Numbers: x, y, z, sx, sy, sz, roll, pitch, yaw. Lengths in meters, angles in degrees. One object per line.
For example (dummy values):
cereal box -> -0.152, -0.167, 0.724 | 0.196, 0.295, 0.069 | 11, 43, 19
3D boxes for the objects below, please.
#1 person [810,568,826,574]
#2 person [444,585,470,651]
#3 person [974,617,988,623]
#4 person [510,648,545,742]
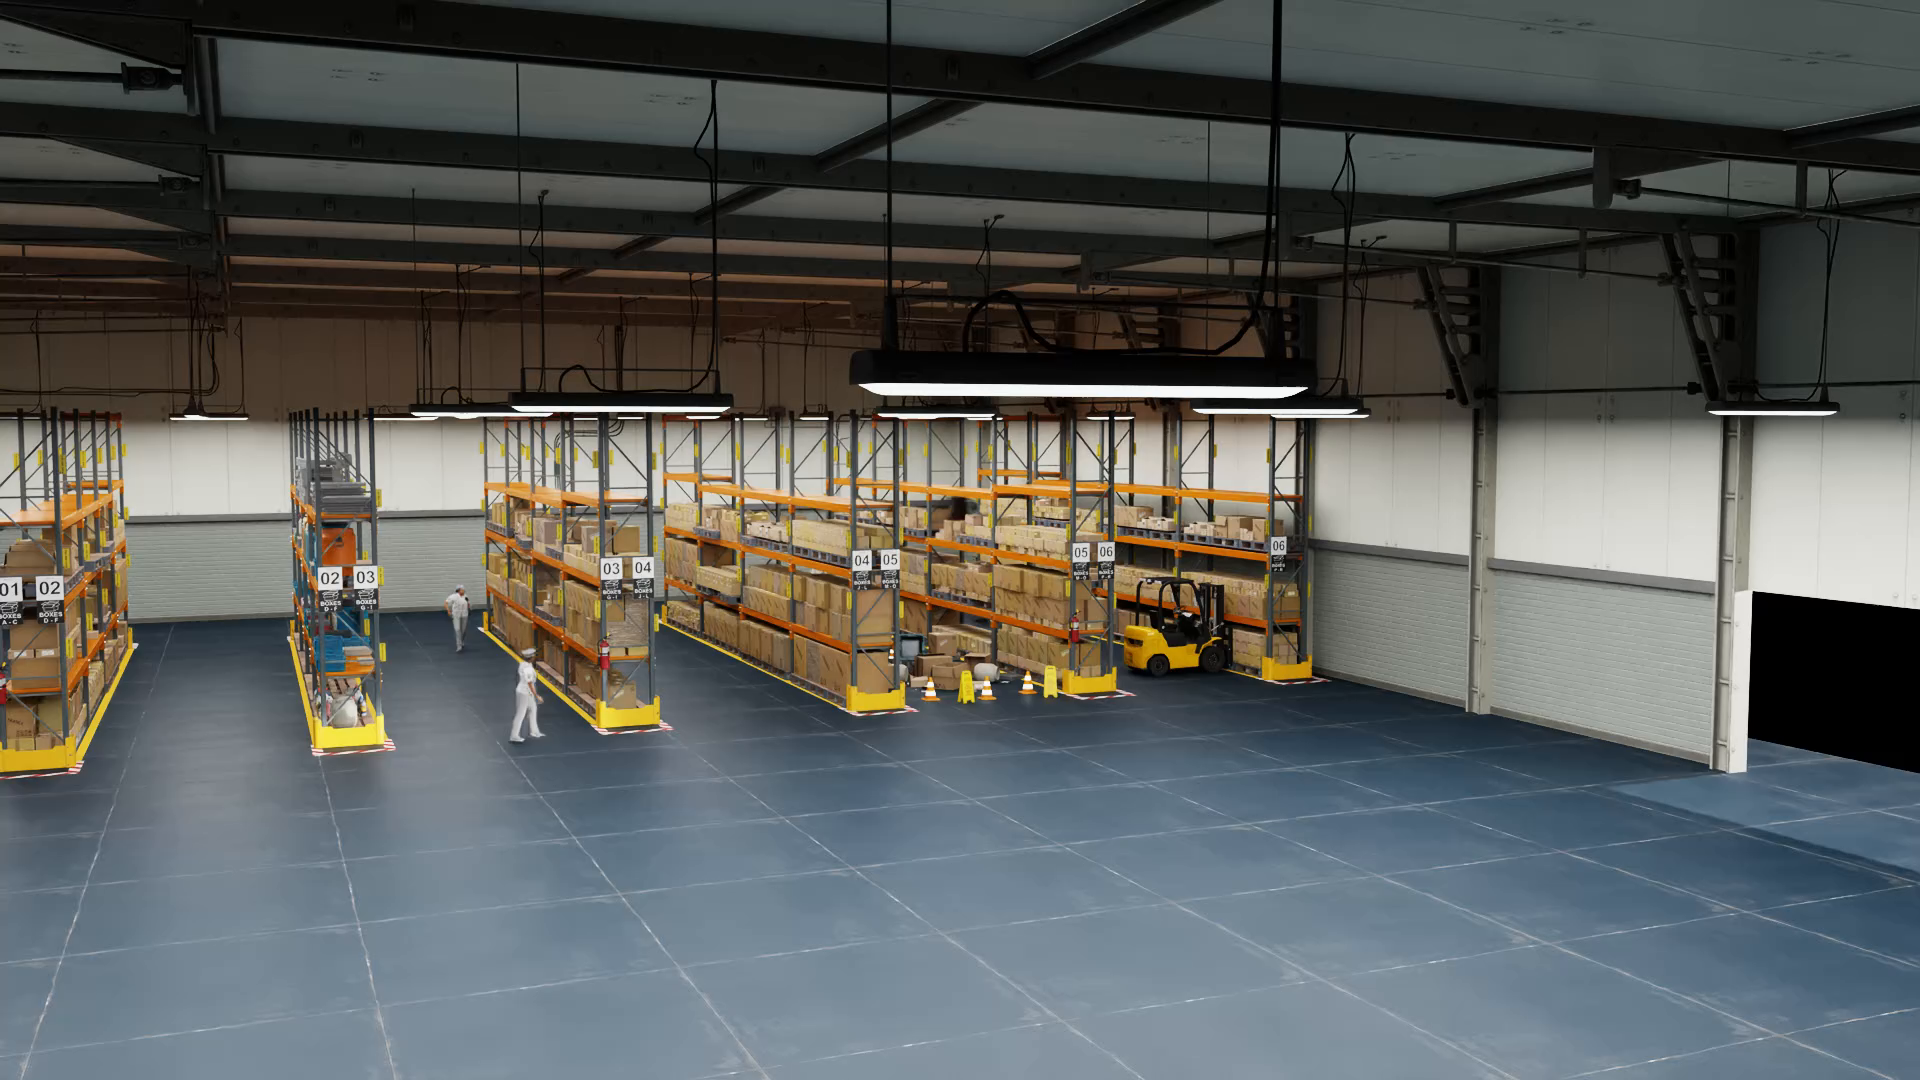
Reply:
person -> -4.408, 1.290, 51.228 | 0.550, 1.681, 0.733 | 1, 4, 12
person -> -12.683, 1.934, 41.998 | 0.639, 1.620, 1.028 | -2, 4, -21
person -> 0.590, 1.506, 47.857 | 0.365, 1.722, 0.552 | -3, 5, -34
person -> -7.845, 2.802, 30.120 | 0.601, 1.679, 0.618 | -1, 4, -10
